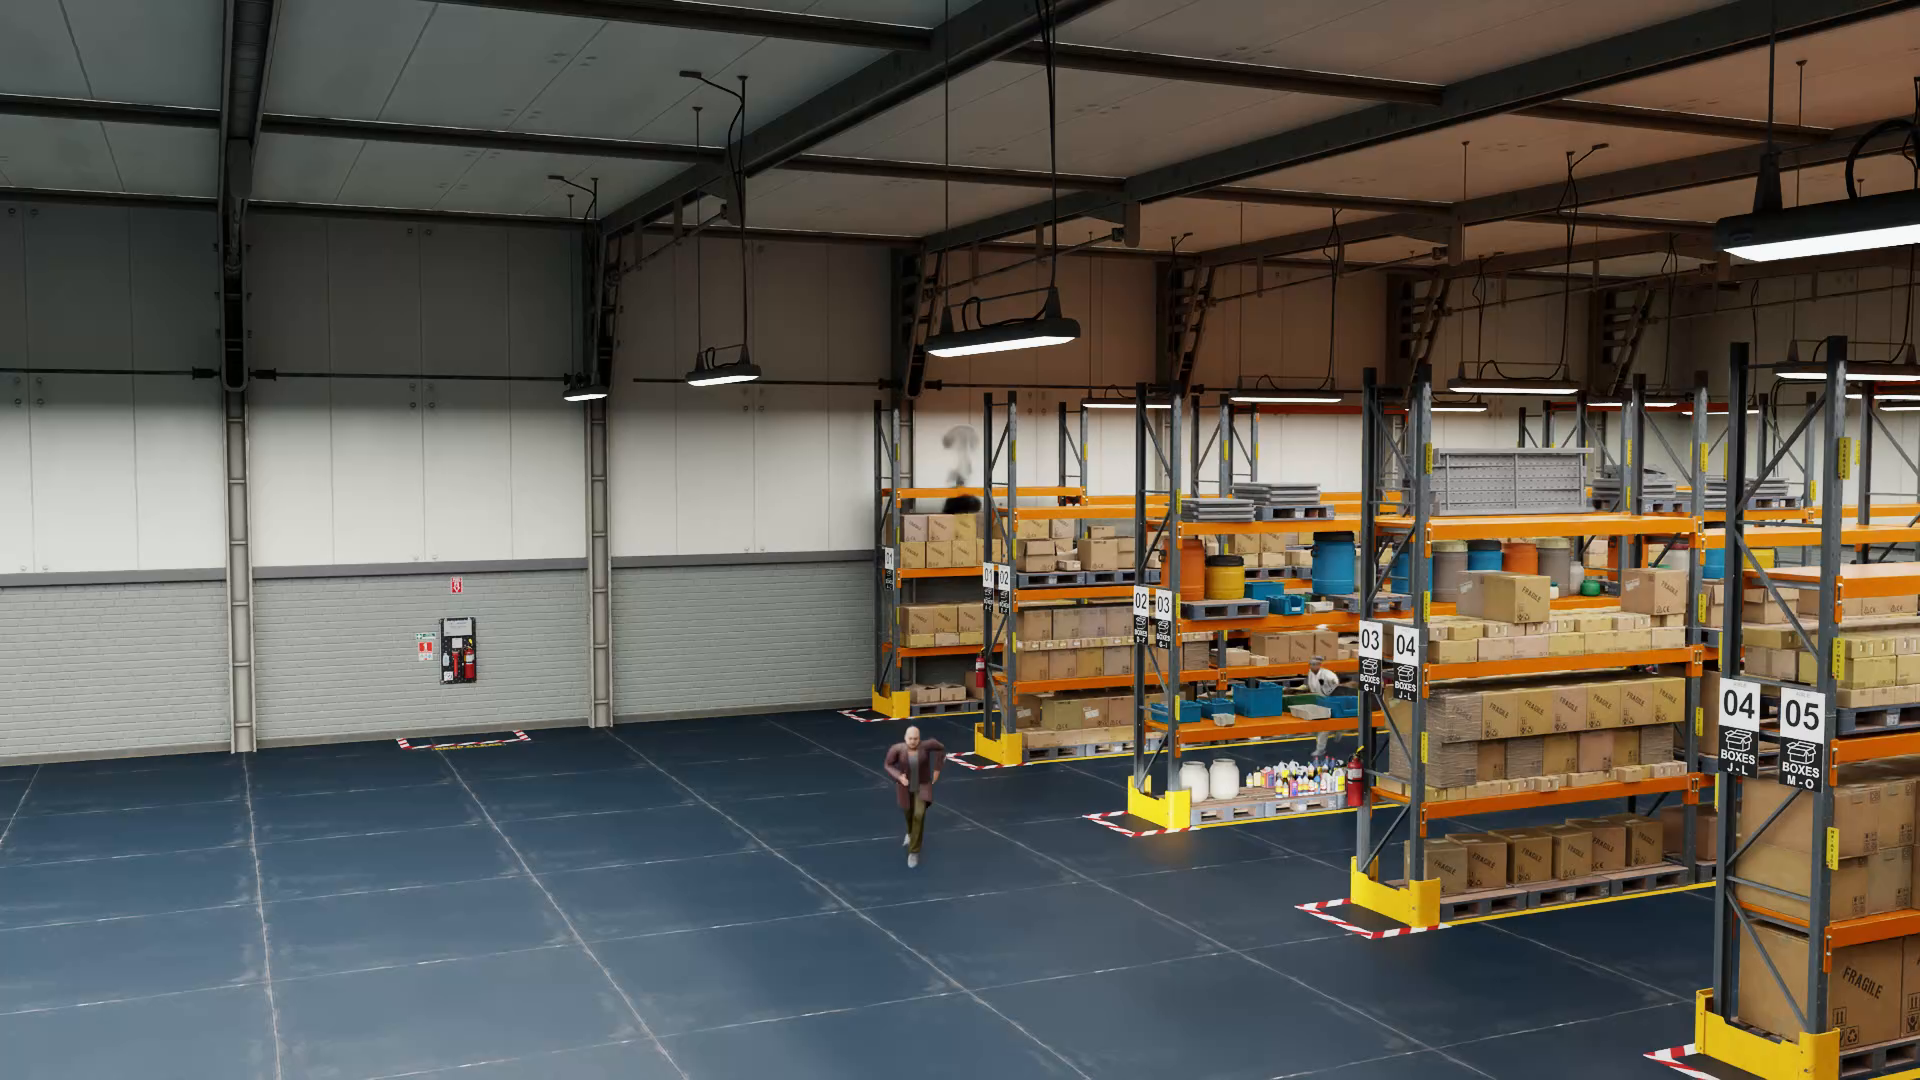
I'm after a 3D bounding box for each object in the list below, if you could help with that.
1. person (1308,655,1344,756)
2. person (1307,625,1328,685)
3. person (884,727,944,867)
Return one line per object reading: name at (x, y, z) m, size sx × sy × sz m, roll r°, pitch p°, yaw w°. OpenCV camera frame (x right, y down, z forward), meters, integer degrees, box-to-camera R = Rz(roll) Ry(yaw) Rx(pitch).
person at (6.113, 2.741, 27.618) m, size 0.861 × 1.710 × 0.663 m, roll -3°, pitch 4°, yaw -38°
person at (6.860, 2.458, 31.658) m, size 0.760 × 1.733 × 0.669 m, roll -2°, pitch 4°, yaw -28°
person at (-0.575, 3.133, 20.761) m, size 0.752 × 1.743 × 1.065 m, roll 0°, pitch 3°, yaw -3°
